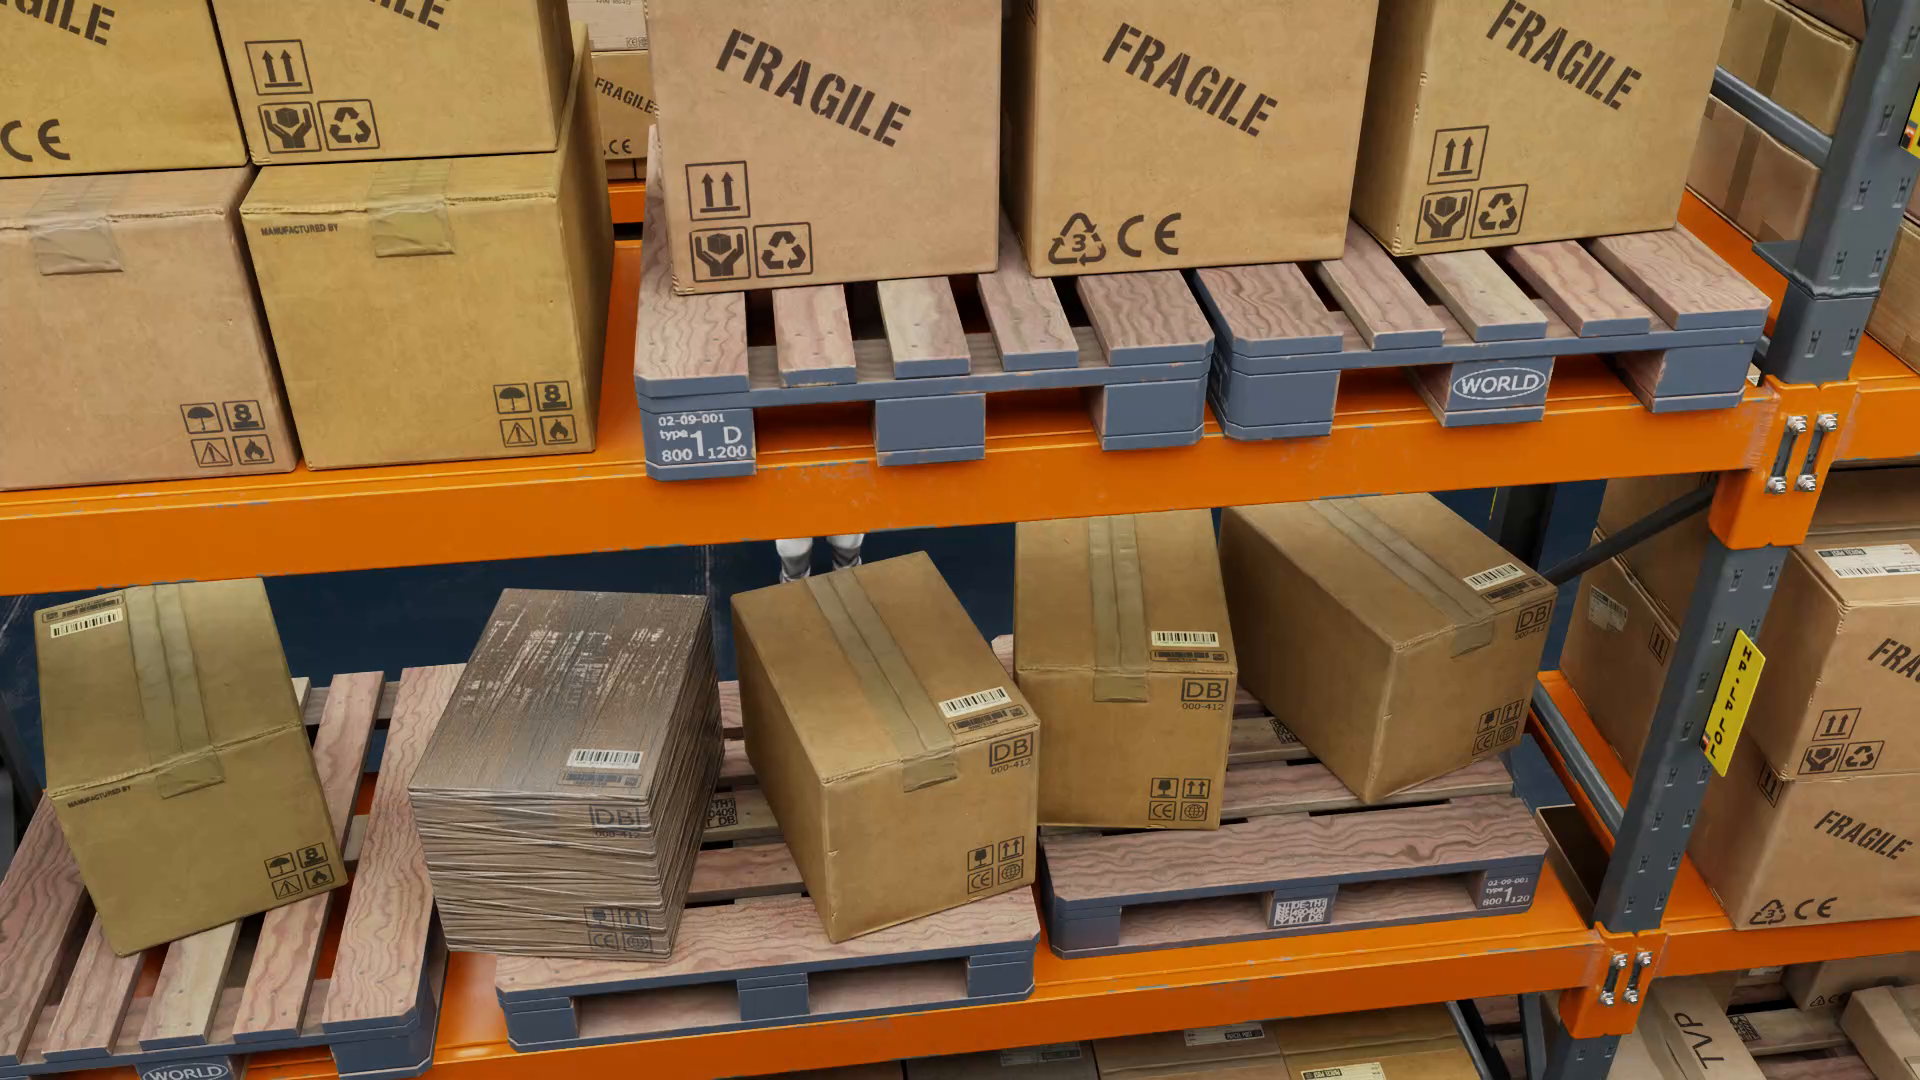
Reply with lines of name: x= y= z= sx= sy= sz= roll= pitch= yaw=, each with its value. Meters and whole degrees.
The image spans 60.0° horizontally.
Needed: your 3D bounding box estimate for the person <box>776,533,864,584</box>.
person: x=-0.629 y=-0.556 z=6.937 sx=0.494 sy=1.782 sz=0.561 roll=-4 pitch=35 yaw=-5
